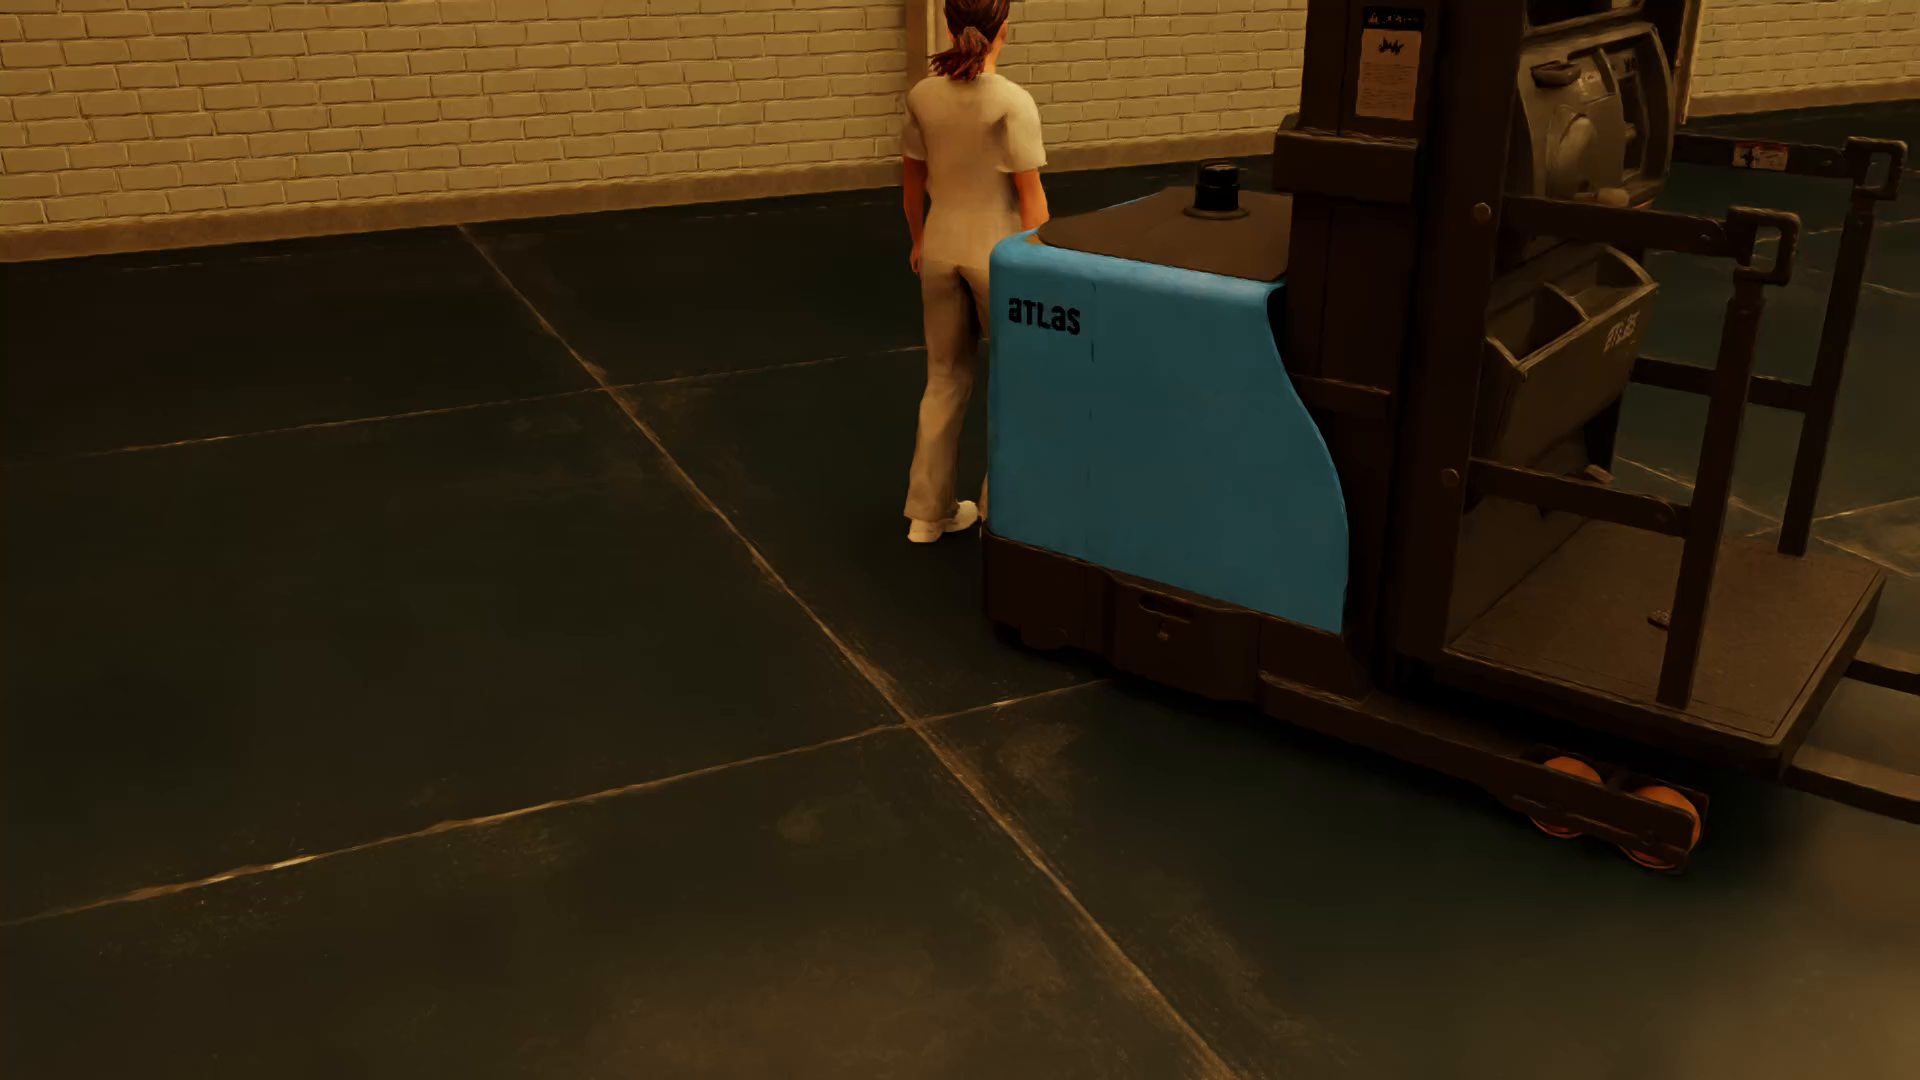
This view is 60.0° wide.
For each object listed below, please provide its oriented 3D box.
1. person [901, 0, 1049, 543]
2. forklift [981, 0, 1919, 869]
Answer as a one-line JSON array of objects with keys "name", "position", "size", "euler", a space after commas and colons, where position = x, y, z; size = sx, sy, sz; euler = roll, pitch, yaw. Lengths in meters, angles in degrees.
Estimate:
[{"name": "person", "position": [0.033, -0.794, 4.880], "size": [0.577, 1.654, 0.421], "euler": [13, 26, 28]}, {"name": "forklift", "position": [1.534, -0.901, 3.456], "size": [3.031, 2.935, 1.130], "euler": [16, 28, 34]}]
